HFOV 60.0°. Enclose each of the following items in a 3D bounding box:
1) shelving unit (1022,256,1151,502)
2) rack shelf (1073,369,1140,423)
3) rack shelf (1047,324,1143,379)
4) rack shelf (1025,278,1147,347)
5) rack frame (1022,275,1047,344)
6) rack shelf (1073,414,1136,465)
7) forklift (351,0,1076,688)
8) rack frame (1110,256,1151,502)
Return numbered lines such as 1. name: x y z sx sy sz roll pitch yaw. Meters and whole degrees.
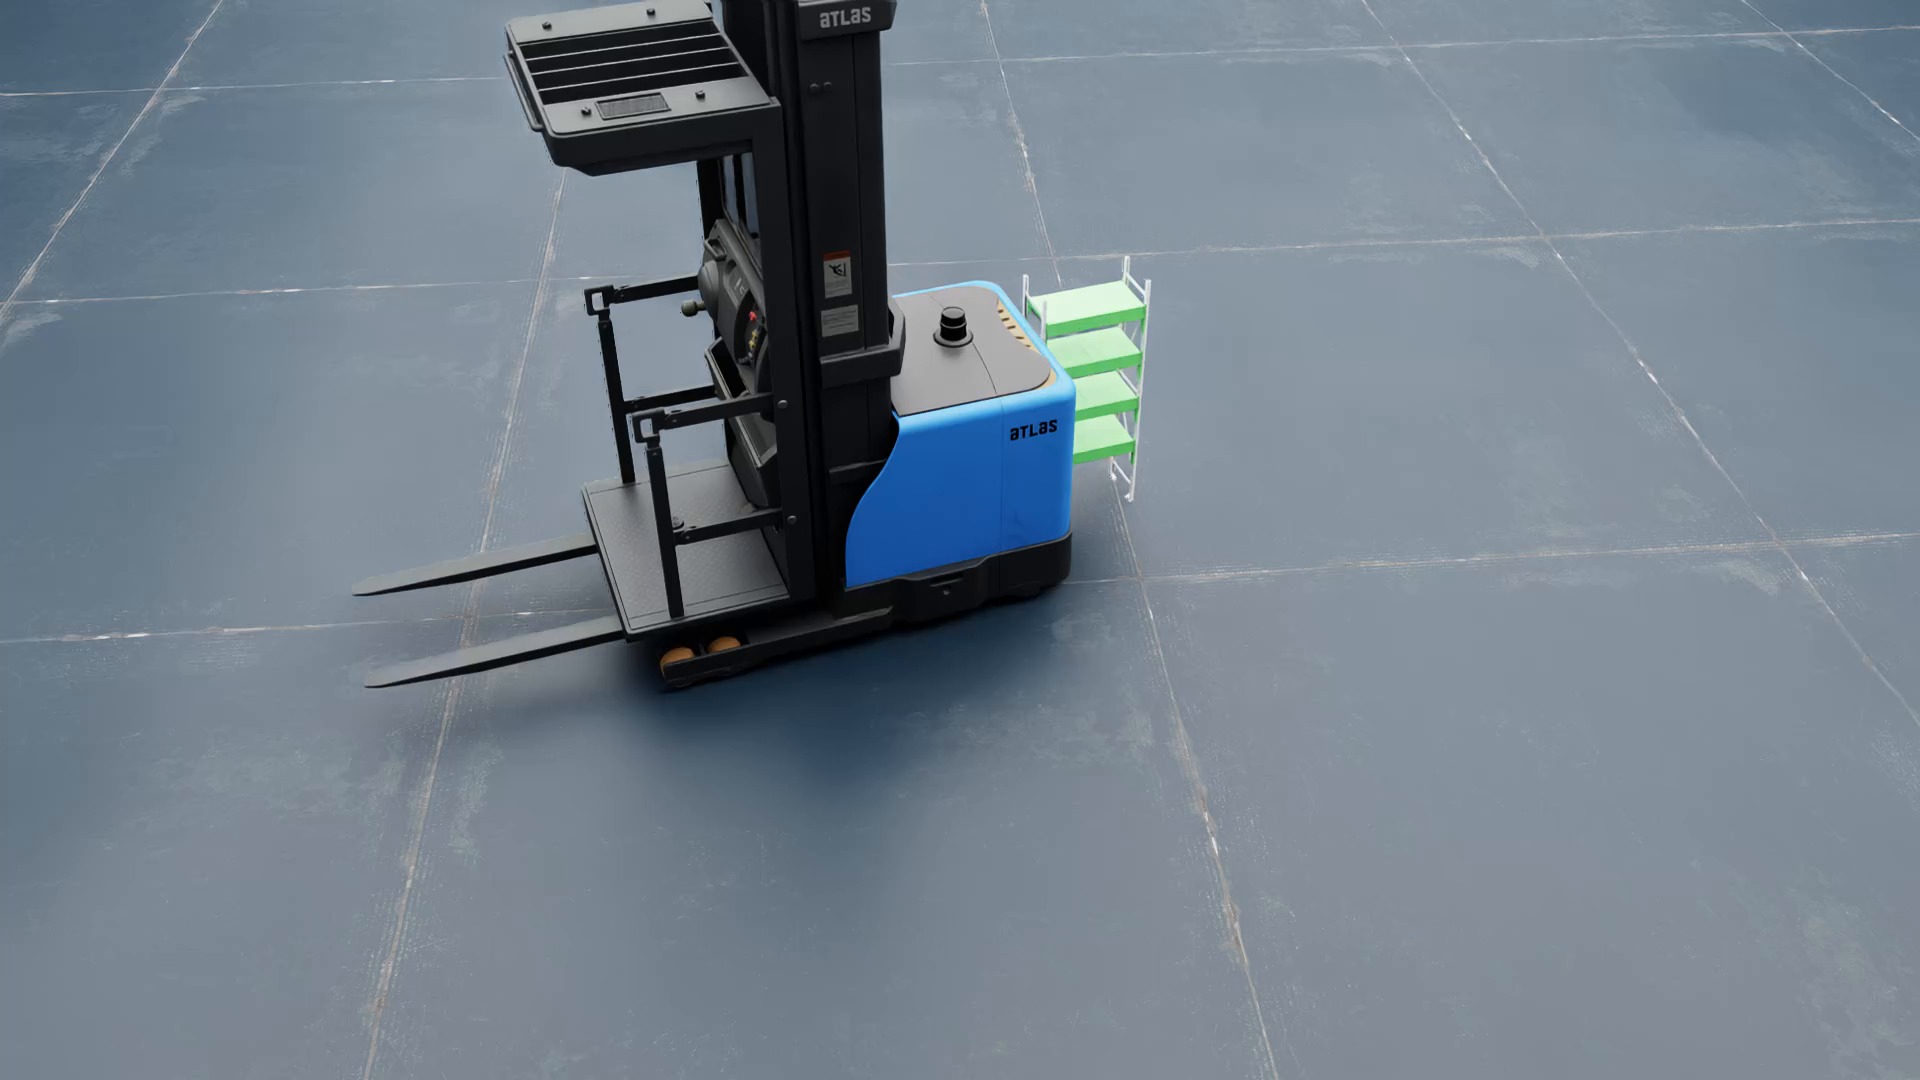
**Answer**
1. shelving unit: 0.554 -0.673 7.634 0.503 1.200 0.258 -13 40 -16
2. rack shelf: 0.554 -0.623 7.674 0.480 0.148 0.258 -13 40 -16
3. rack shelf: 0.554 -0.811 7.525 0.480 0.148 0.258 -13 40 -16
4. rack shelf: 0.554 -1.000 7.377 0.480 0.148 0.258 -13 40 -16
5. rack frame: 0.325 -0.621 7.568 0.015 1.200 0.240 -13 40 -16
6. rack shelf: 0.554 -0.434 7.823 0.480 0.148 0.258 -13 40 -16
7. forklift: -1.077 -0.906 6.531 3.031 2.935 1.130 -13 40 -16
8. rack frame: 0.783 -0.725 7.700 0.015 1.200 0.240 -13 40 -16
